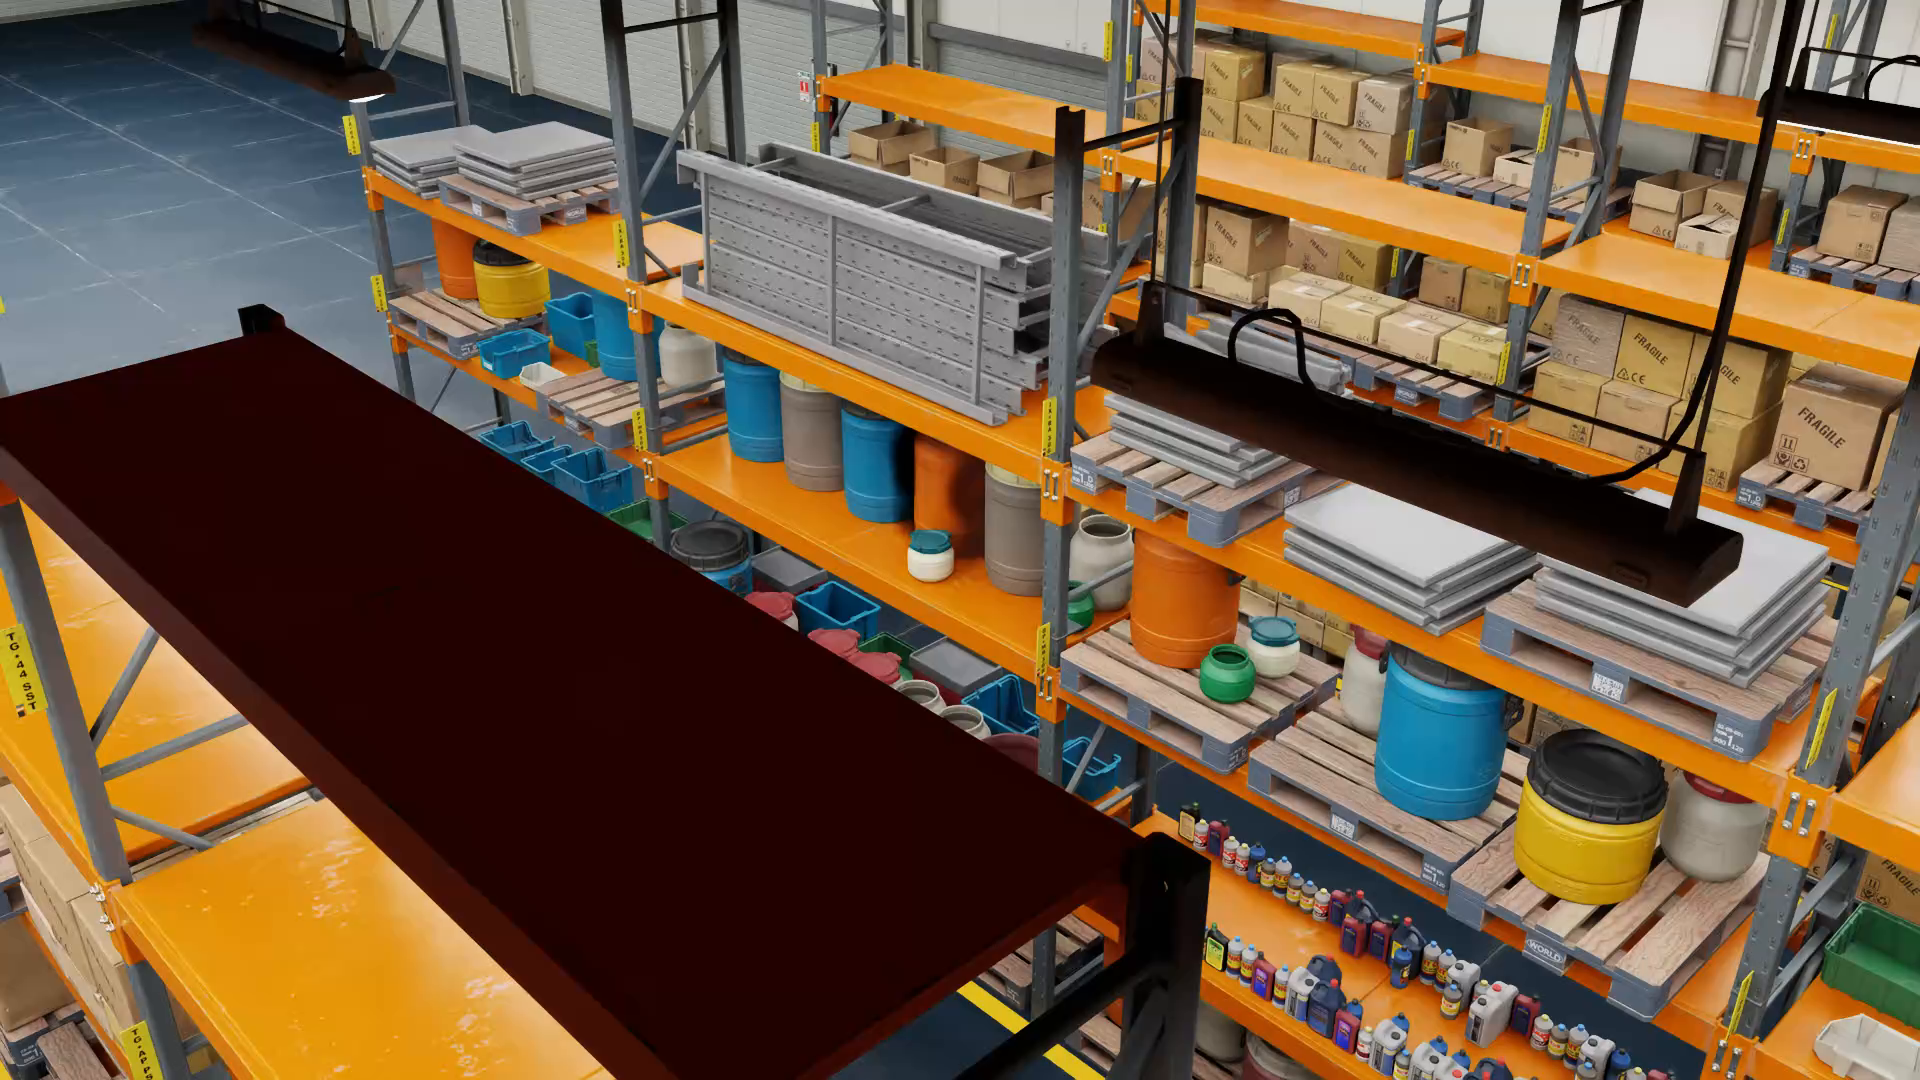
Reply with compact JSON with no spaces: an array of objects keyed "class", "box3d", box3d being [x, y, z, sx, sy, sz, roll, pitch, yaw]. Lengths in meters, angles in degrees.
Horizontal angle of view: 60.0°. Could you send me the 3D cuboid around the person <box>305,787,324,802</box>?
[{"class":"person","box3d":[-4.828,1.515,11.667,0.575,1.663,0.491,19,33,31]}]
